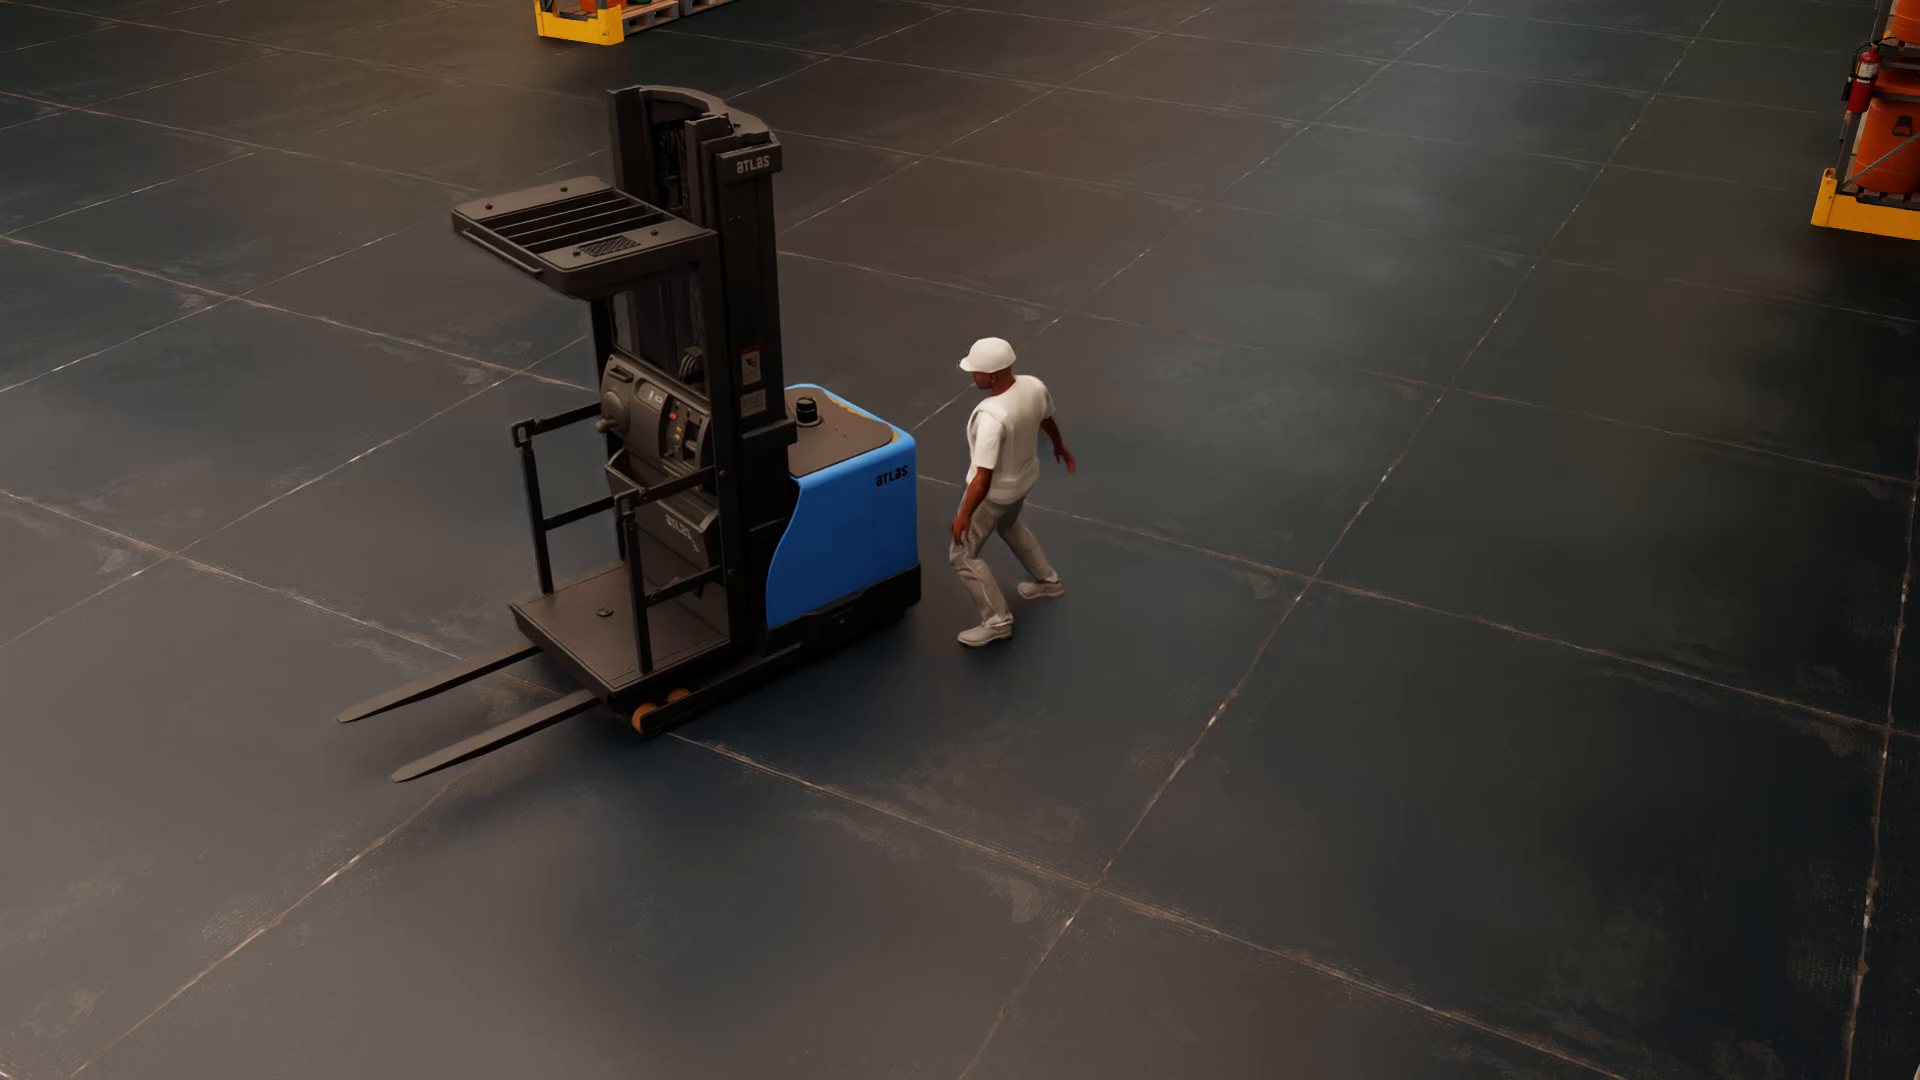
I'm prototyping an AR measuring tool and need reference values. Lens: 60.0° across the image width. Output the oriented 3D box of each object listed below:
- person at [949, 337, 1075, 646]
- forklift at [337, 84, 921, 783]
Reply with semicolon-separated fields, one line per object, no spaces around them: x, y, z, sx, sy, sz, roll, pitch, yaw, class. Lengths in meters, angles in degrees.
0.285;-0.331;8.899;0.492;1.683;0.934;20;35;30;person
-1.663;-0.585;8.085;3.031;2.935;1.130;-23;37;-35;forklift
